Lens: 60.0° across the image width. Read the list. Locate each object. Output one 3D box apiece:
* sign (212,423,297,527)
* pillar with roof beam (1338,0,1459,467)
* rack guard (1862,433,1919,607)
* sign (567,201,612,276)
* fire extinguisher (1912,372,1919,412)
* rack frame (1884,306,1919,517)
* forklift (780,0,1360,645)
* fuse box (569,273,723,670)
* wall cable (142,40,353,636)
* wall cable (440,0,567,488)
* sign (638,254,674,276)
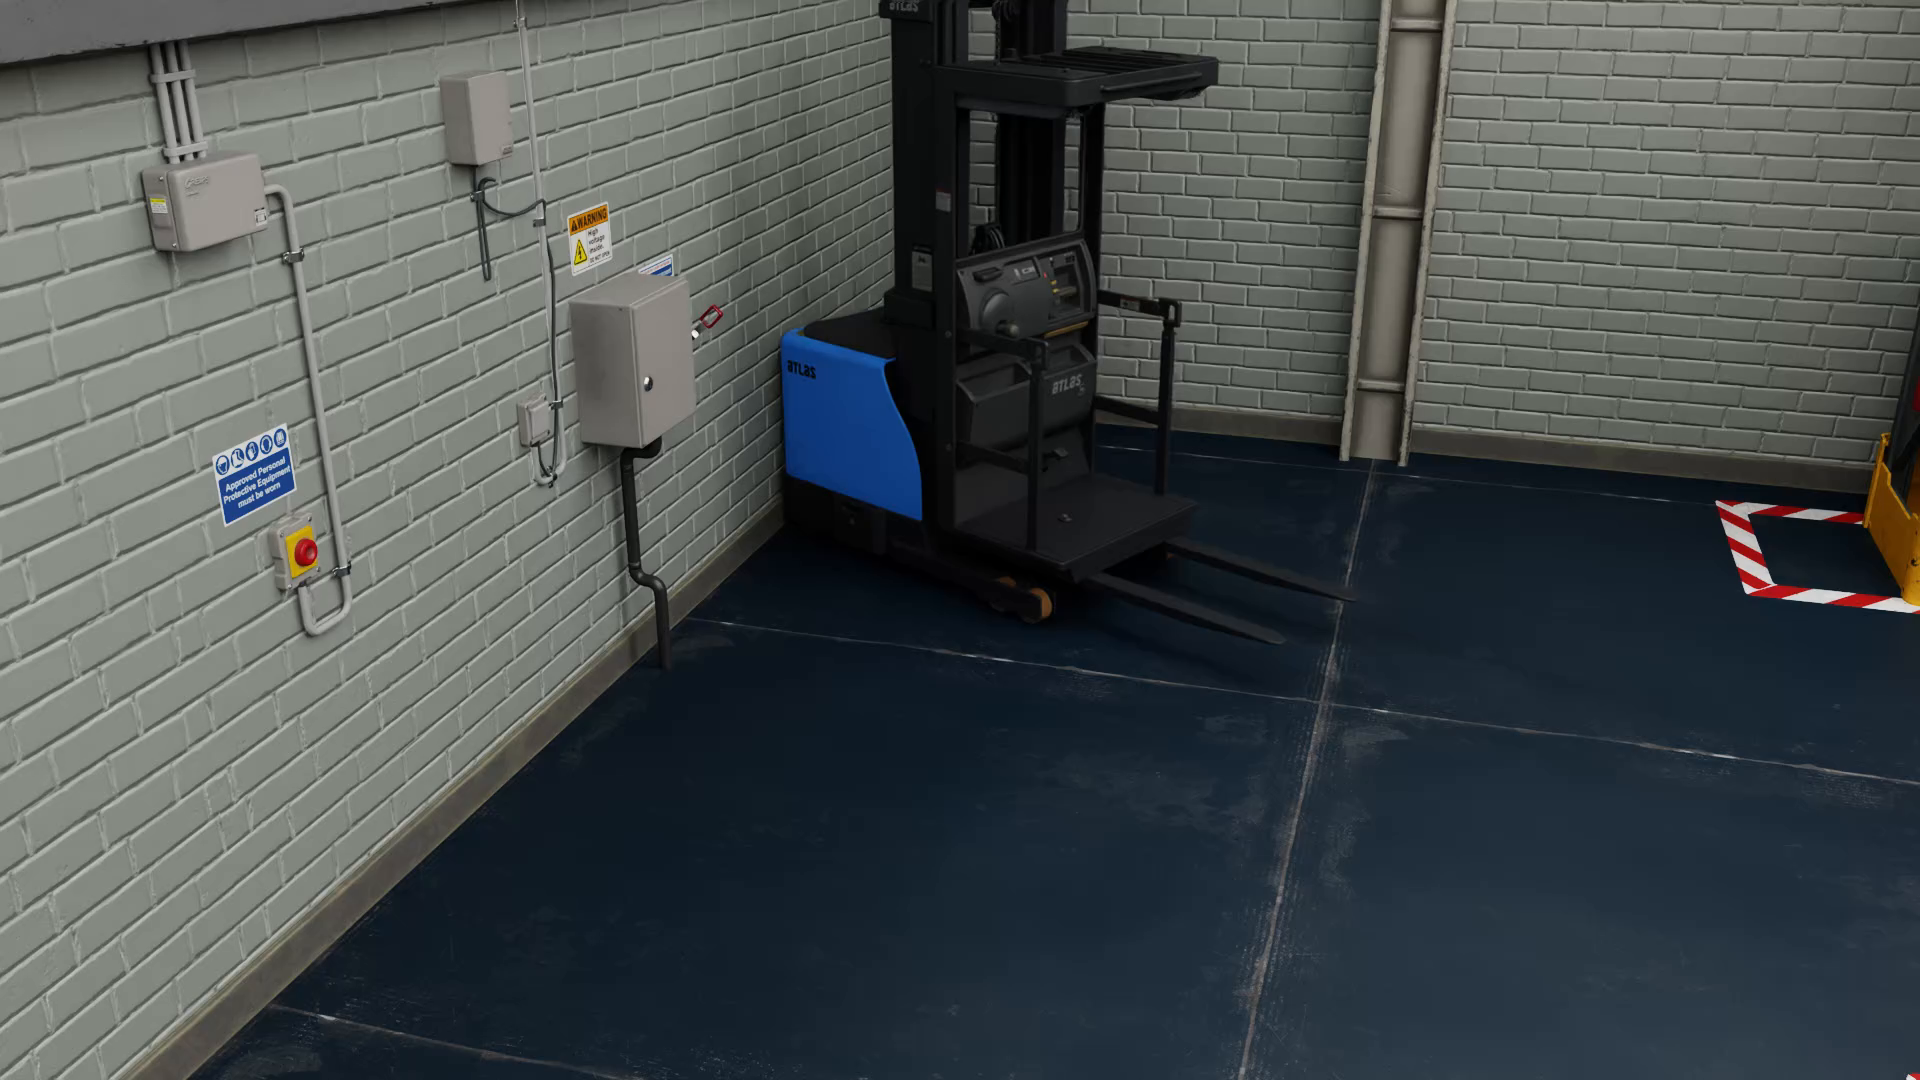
[{"bbox_3d":[-2.091,-0.196,4.939,0.001,0.218,0.327,7,23,16],"label":"sign"},{"bbox_3d":[1.252,-3.111,4.496,0.400,9.000,9.100,7,23,16],"label":"pillar with roof beam"},{"bbox_3d":[4.889,-0.111,8.382,0.348,0.500,1.175,7,23,16],"label":"rack guard"},{"bbox_3d":[-1.487,-1.214,6.688,0.001,0.242,0.339,7,23,16],"label":"sign"},{"bbox_3d":[4.542,-0.916,7.644,0.183,0.674,0.296,7,23,16],"label":"fire extinguisher"},{"bbox_3d":[4.817,-1.276,7.928,0.127,3.000,1.000,7,23,16],"label":"rack frame"},{"bbox_3d":[0.482,-1.187,7.801,3.031,2.935,1.130,19,29,39],"label":"forklift"},{"bbox_3d":[-1.272,-0.233,7.083,0.414,1.711,0.539,7,23,16],"label":"fuse box"},{"bbox_3d":[-2.019,-0.566,4.818,0.123,1.953,0.585,7,23,16],"label":"wall cable"},{"bbox_3d":[-1.620,-1.068,6.084,0.122,1.984,0.588,7,23,16],"label":"wall cable"},{"bbox_3d":[-1.328,-0.987,7.350,0.001,0.494,0.329,7,23,16],"label":"sign"}]
